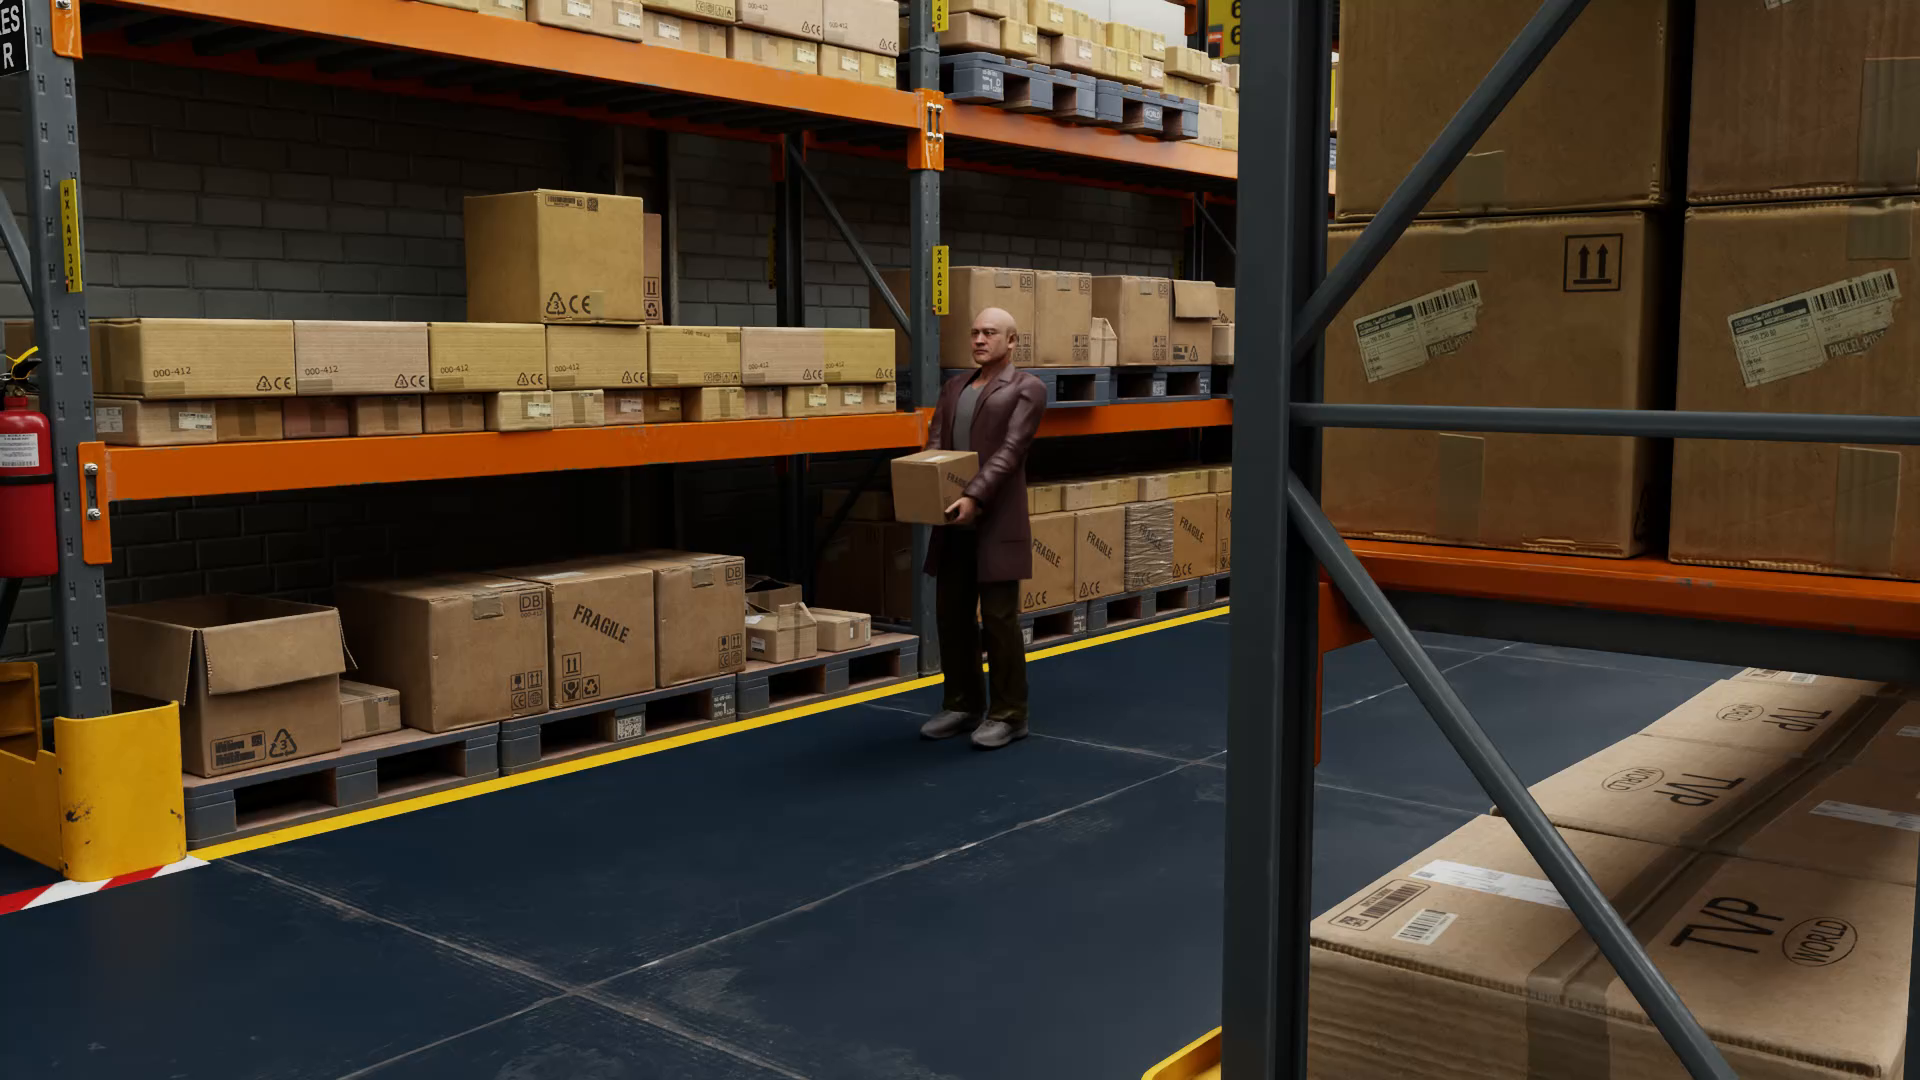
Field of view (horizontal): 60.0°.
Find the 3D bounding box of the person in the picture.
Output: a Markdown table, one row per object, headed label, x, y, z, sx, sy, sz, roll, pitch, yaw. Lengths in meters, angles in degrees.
| label | x | y | z | sx | sy | sz | roll | pitch | yaw |
| --- | --- | --- | --- | --- | --- | --- | --- | --- | --- |
| person | 0.026 | -0.051 | 6.755 | 0.526 | 1.776 | 0.554 | 5 | 8 | 40 |
